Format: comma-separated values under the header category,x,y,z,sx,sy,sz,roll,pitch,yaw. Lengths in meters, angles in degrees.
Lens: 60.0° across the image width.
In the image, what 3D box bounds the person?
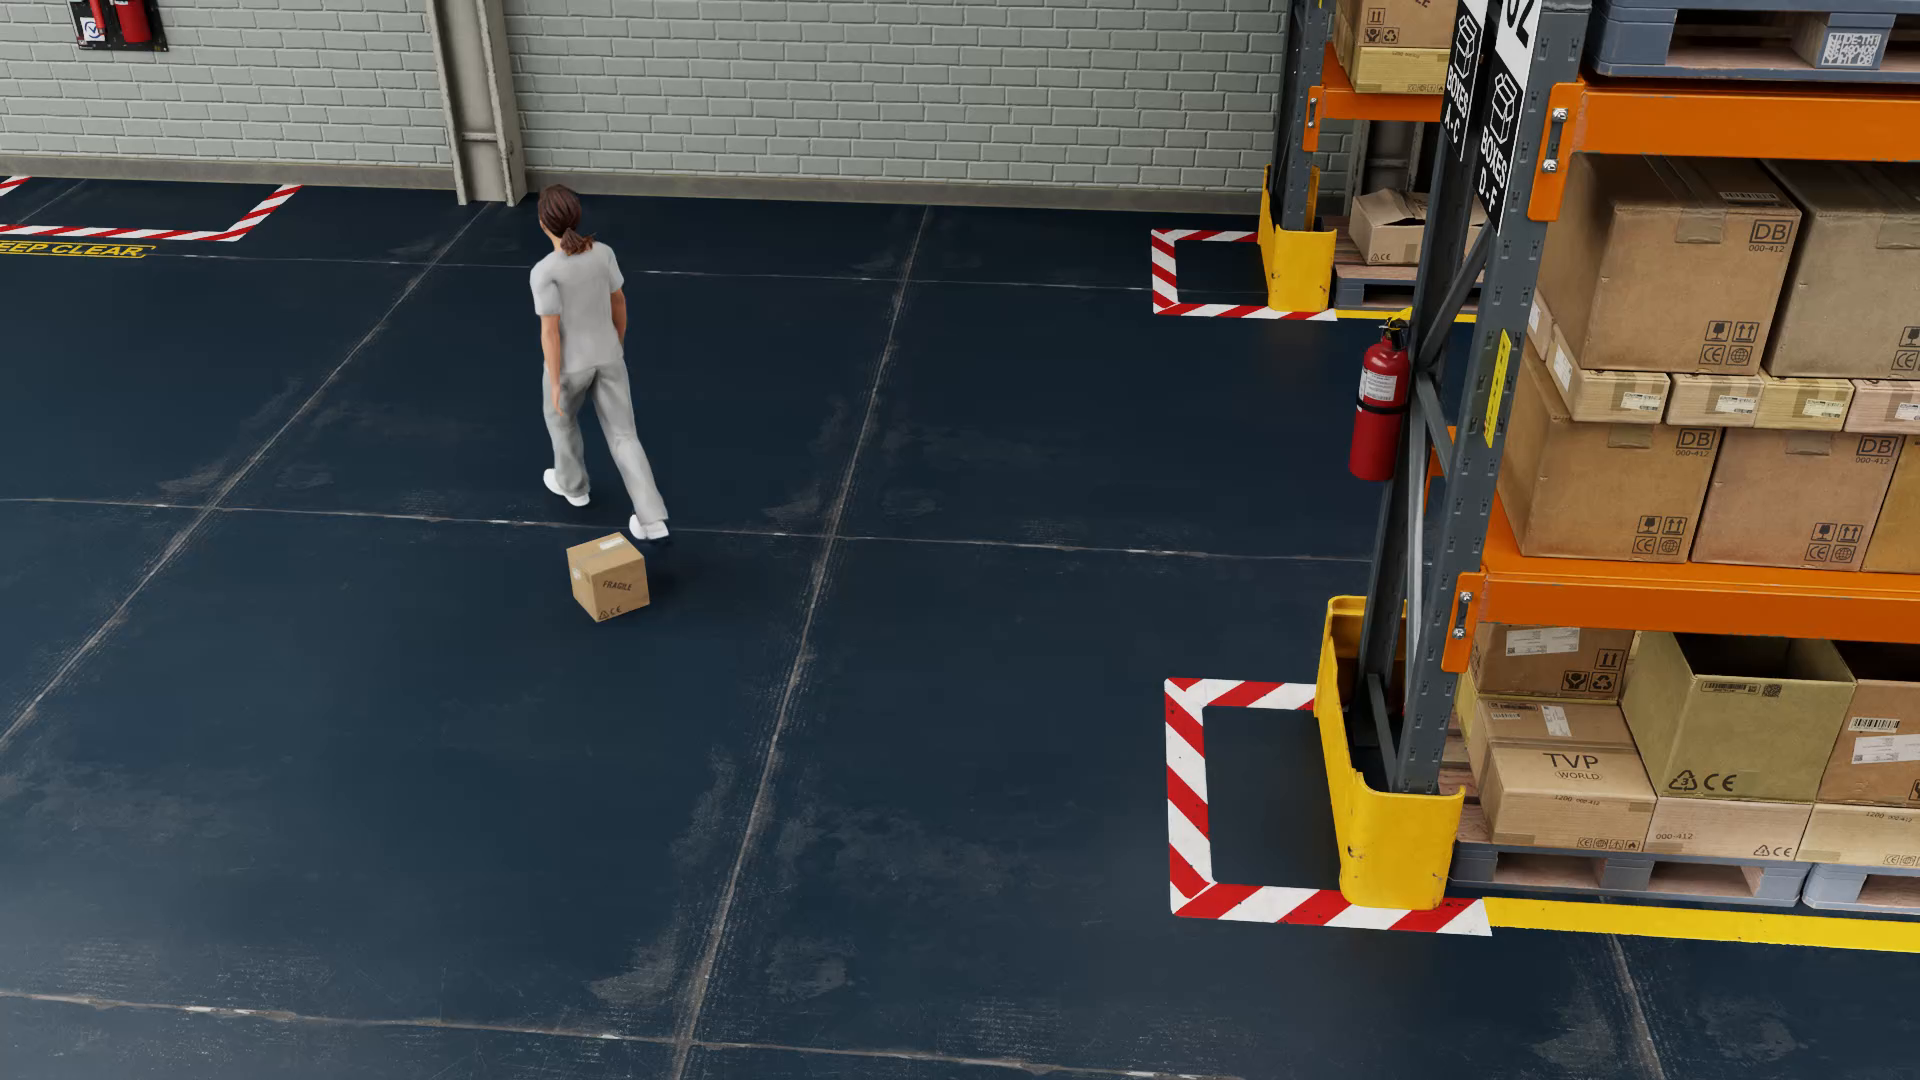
category,x,y,z,sx,sy,sz,roll,pitch,yaw
person,-1.634,-0.775,7.385,0.456,1.625,1.016,-22,38,-31
